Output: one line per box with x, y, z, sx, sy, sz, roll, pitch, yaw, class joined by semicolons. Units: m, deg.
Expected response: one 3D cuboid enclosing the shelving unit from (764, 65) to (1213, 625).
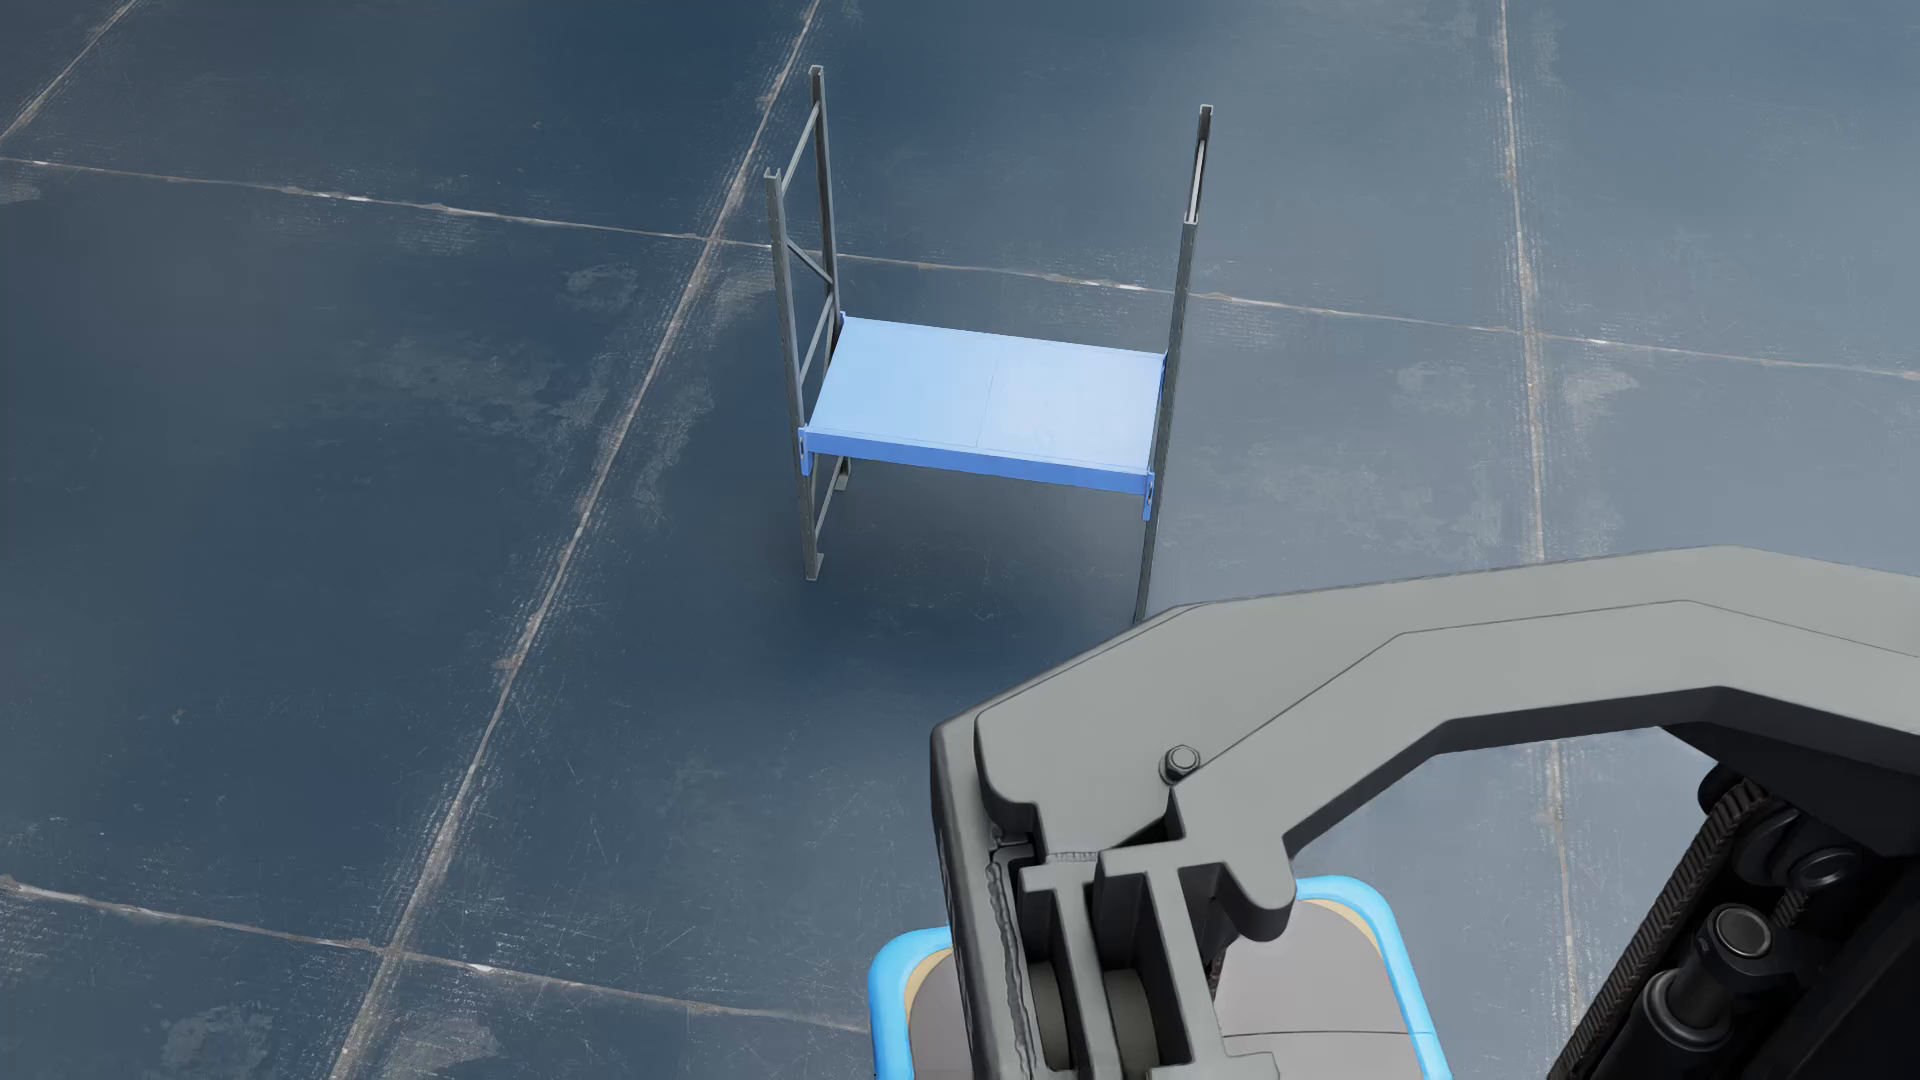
0.084;-0.490;4.682;1.048;1.500;0.538;8;49;7;shelving unit

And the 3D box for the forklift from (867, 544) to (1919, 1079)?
0.538;1.522;1.912;1.130;2.935;3.031;-6;48;-6;forklift

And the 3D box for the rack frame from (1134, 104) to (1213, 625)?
0.584;-0.423;4.622;0.032;1.500;0.500;8;49;7;rack frame

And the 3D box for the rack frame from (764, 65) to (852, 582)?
-0.416;-0.557;4.742;0.032;1.500;0.500;8;49;7;rack frame

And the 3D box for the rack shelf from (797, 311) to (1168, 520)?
0.084;-0.370;4.816;1.000;0.185;0.538;8;49;7;rack shelf
